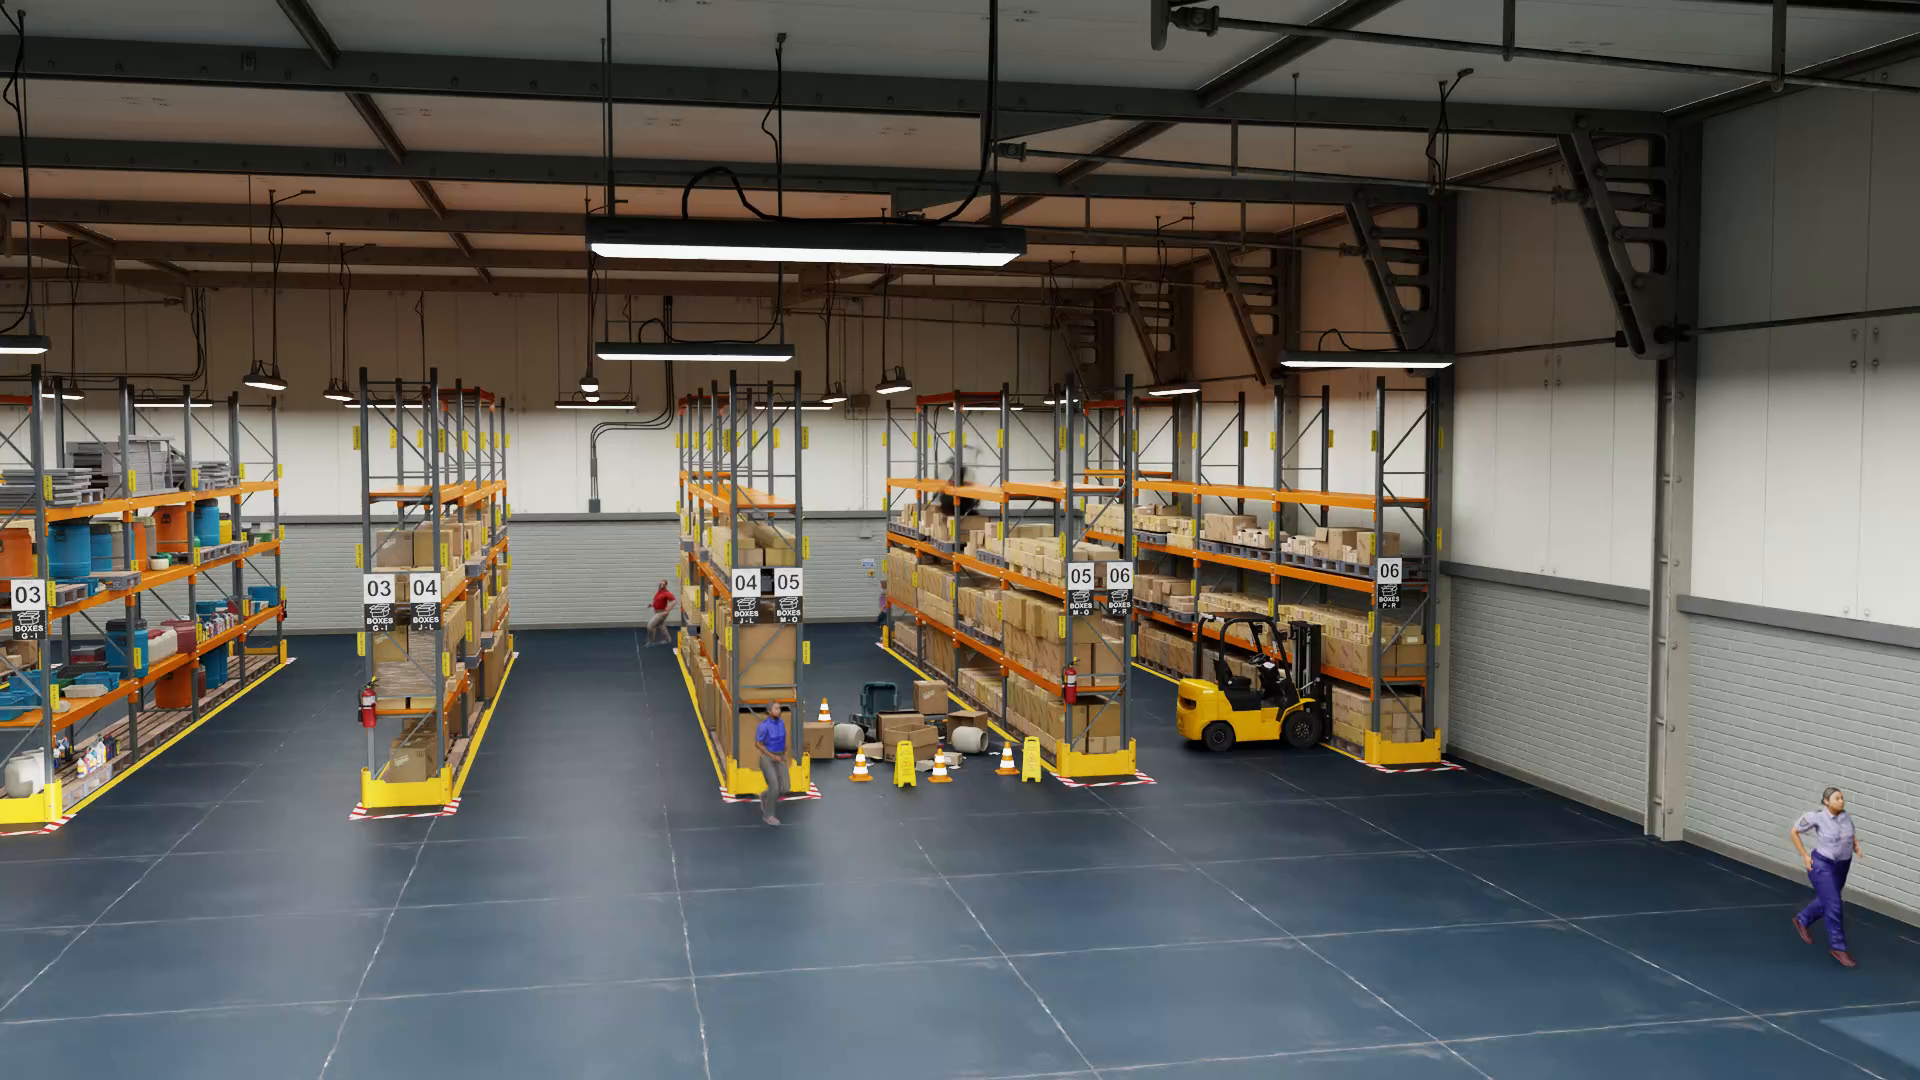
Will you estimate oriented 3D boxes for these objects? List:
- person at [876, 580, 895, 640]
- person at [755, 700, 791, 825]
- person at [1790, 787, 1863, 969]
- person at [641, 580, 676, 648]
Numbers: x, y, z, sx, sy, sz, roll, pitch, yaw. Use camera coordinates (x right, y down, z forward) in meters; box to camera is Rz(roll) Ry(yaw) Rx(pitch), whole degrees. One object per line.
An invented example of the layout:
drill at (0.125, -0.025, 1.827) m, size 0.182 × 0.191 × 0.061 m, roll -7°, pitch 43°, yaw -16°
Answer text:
person at (-1.854, 1.762, 41.738) m, size 0.504 × 1.535 × 0.585 m, roll 0°, pitch 3°, yaw 4°
person at (-2.458, 2.907, 21.824) m, size 0.588 × 1.620 × 0.610 m, roll 2°, pitch 4°, yaw 35°
person at (8.450, 3.222, 16.181) m, size 0.606 × 1.650 × 0.885 m, roll -1°, pitch 4°, yaw -20°
person at (-7.329, 1.795, 40.373) m, size 0.821 × 1.695 × 0.800 m, roll -1°, pitch 3°, yaw -13°
